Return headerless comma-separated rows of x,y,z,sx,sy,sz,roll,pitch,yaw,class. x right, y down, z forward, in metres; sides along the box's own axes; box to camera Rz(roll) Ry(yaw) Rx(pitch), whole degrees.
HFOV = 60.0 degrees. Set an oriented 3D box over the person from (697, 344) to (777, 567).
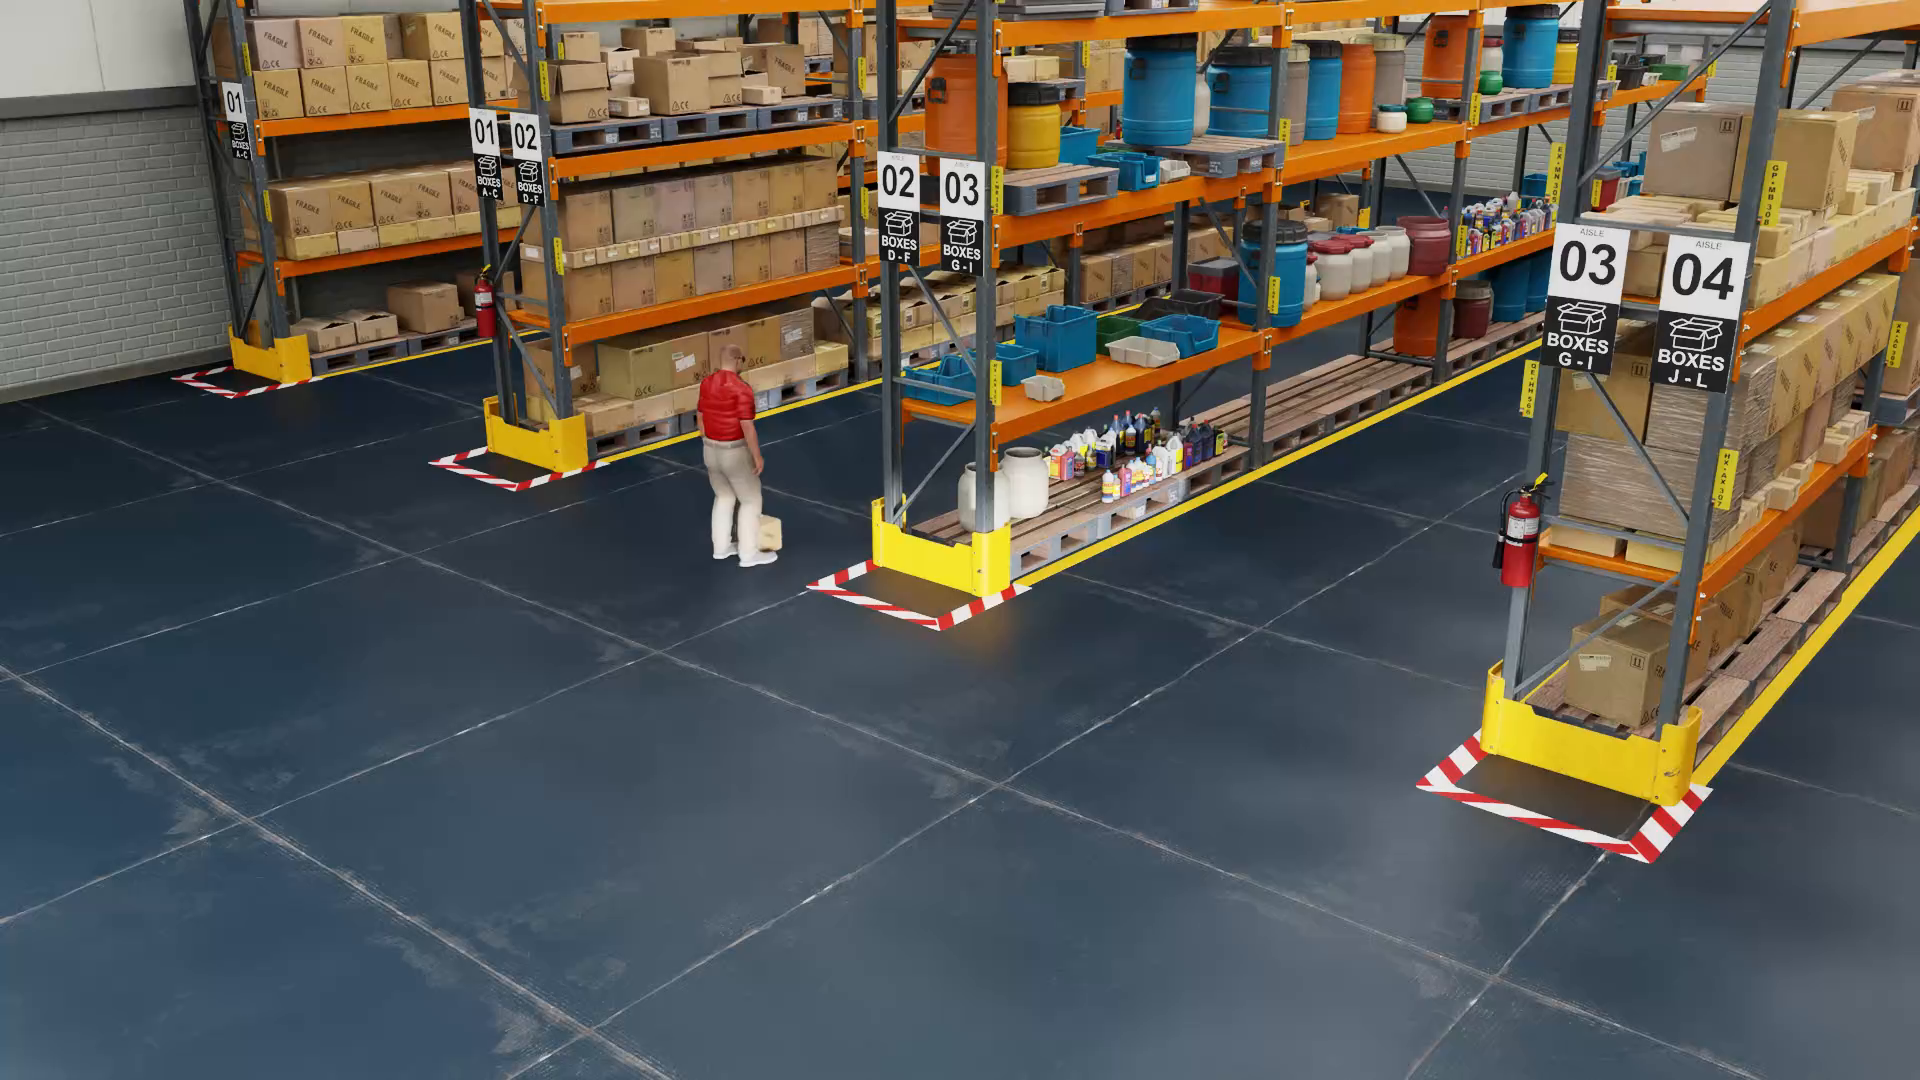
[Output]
-1.769,-0.665,12.916,0.584,1.725,0.391,15,25,34,person
